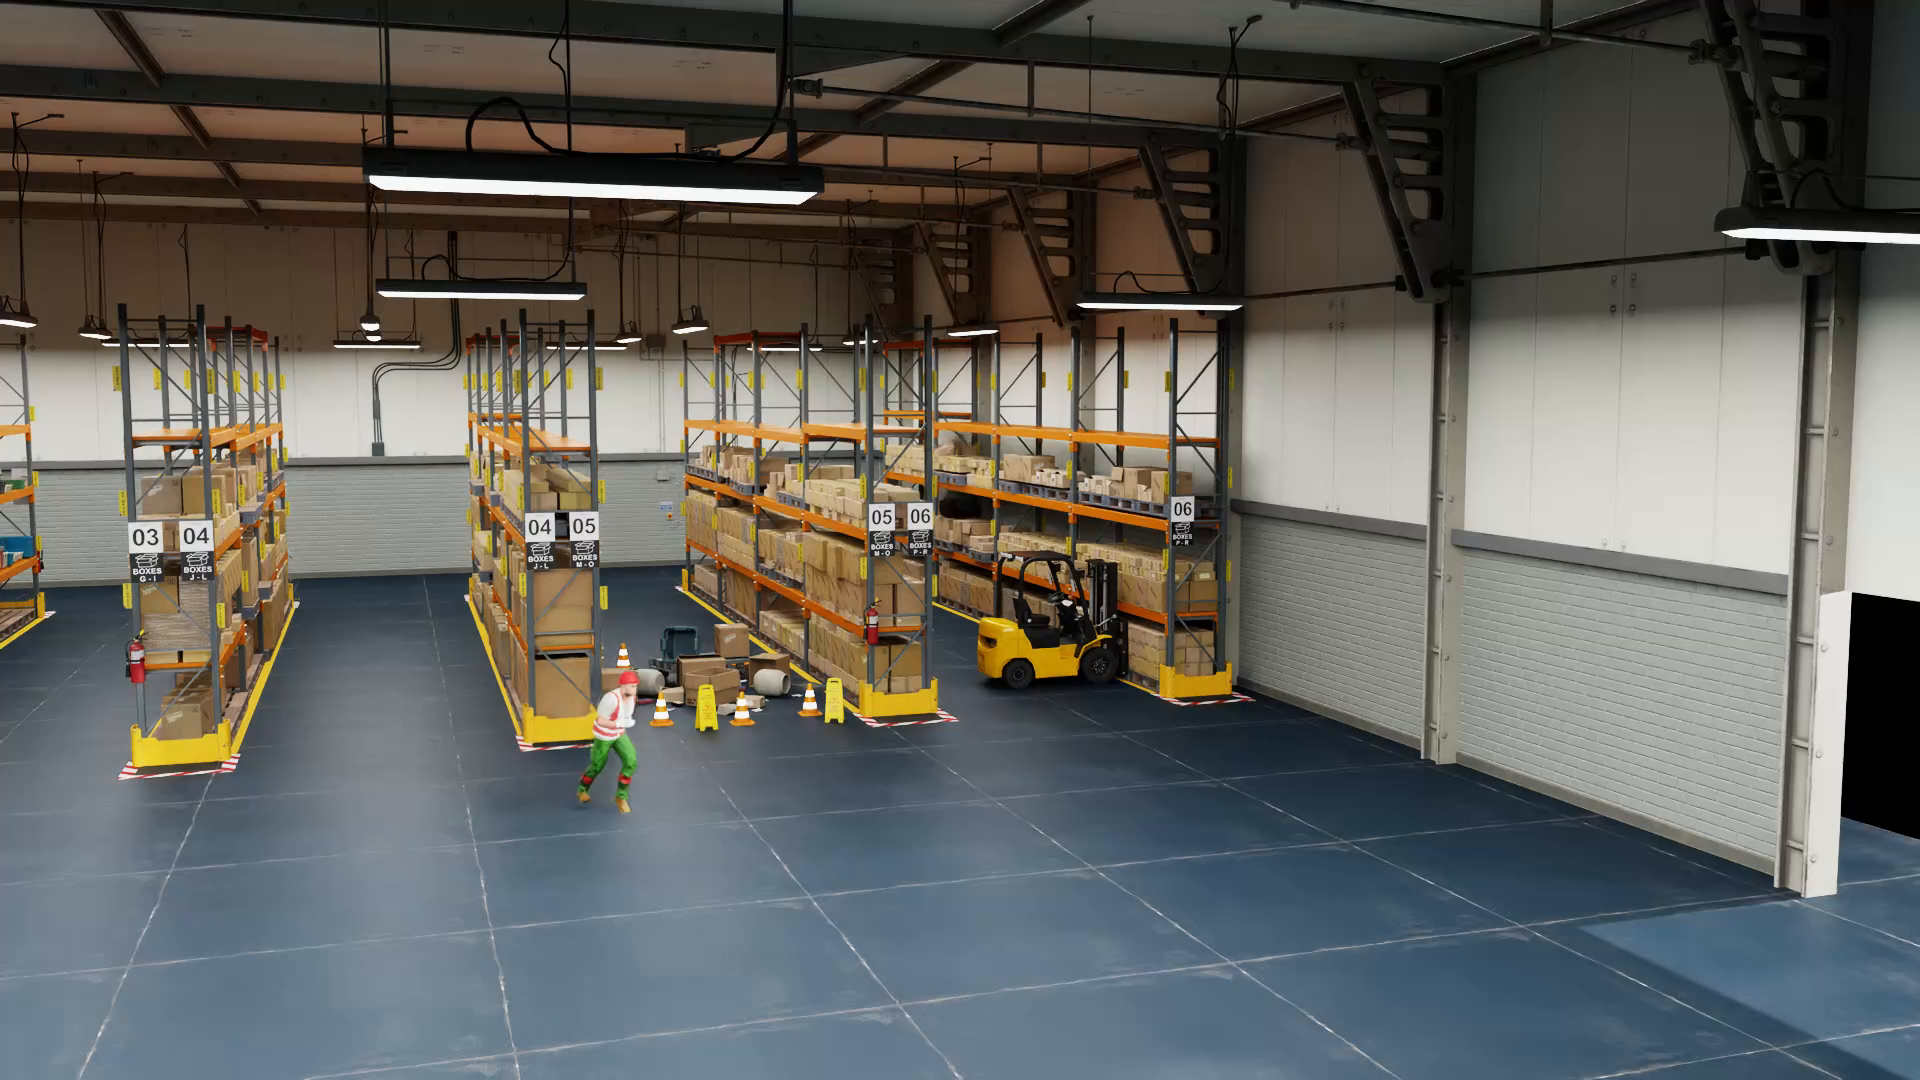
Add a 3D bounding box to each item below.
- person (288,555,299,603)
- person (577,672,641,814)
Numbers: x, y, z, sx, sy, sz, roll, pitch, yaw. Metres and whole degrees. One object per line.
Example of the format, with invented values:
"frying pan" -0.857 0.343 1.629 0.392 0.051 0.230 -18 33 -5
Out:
"person" -15.499 0.609 37.833 0.844 1.661 0.617 0 5 -3
"person" -4.096 2.351 19.456 1.008 1.715 0.705 4 6 33
